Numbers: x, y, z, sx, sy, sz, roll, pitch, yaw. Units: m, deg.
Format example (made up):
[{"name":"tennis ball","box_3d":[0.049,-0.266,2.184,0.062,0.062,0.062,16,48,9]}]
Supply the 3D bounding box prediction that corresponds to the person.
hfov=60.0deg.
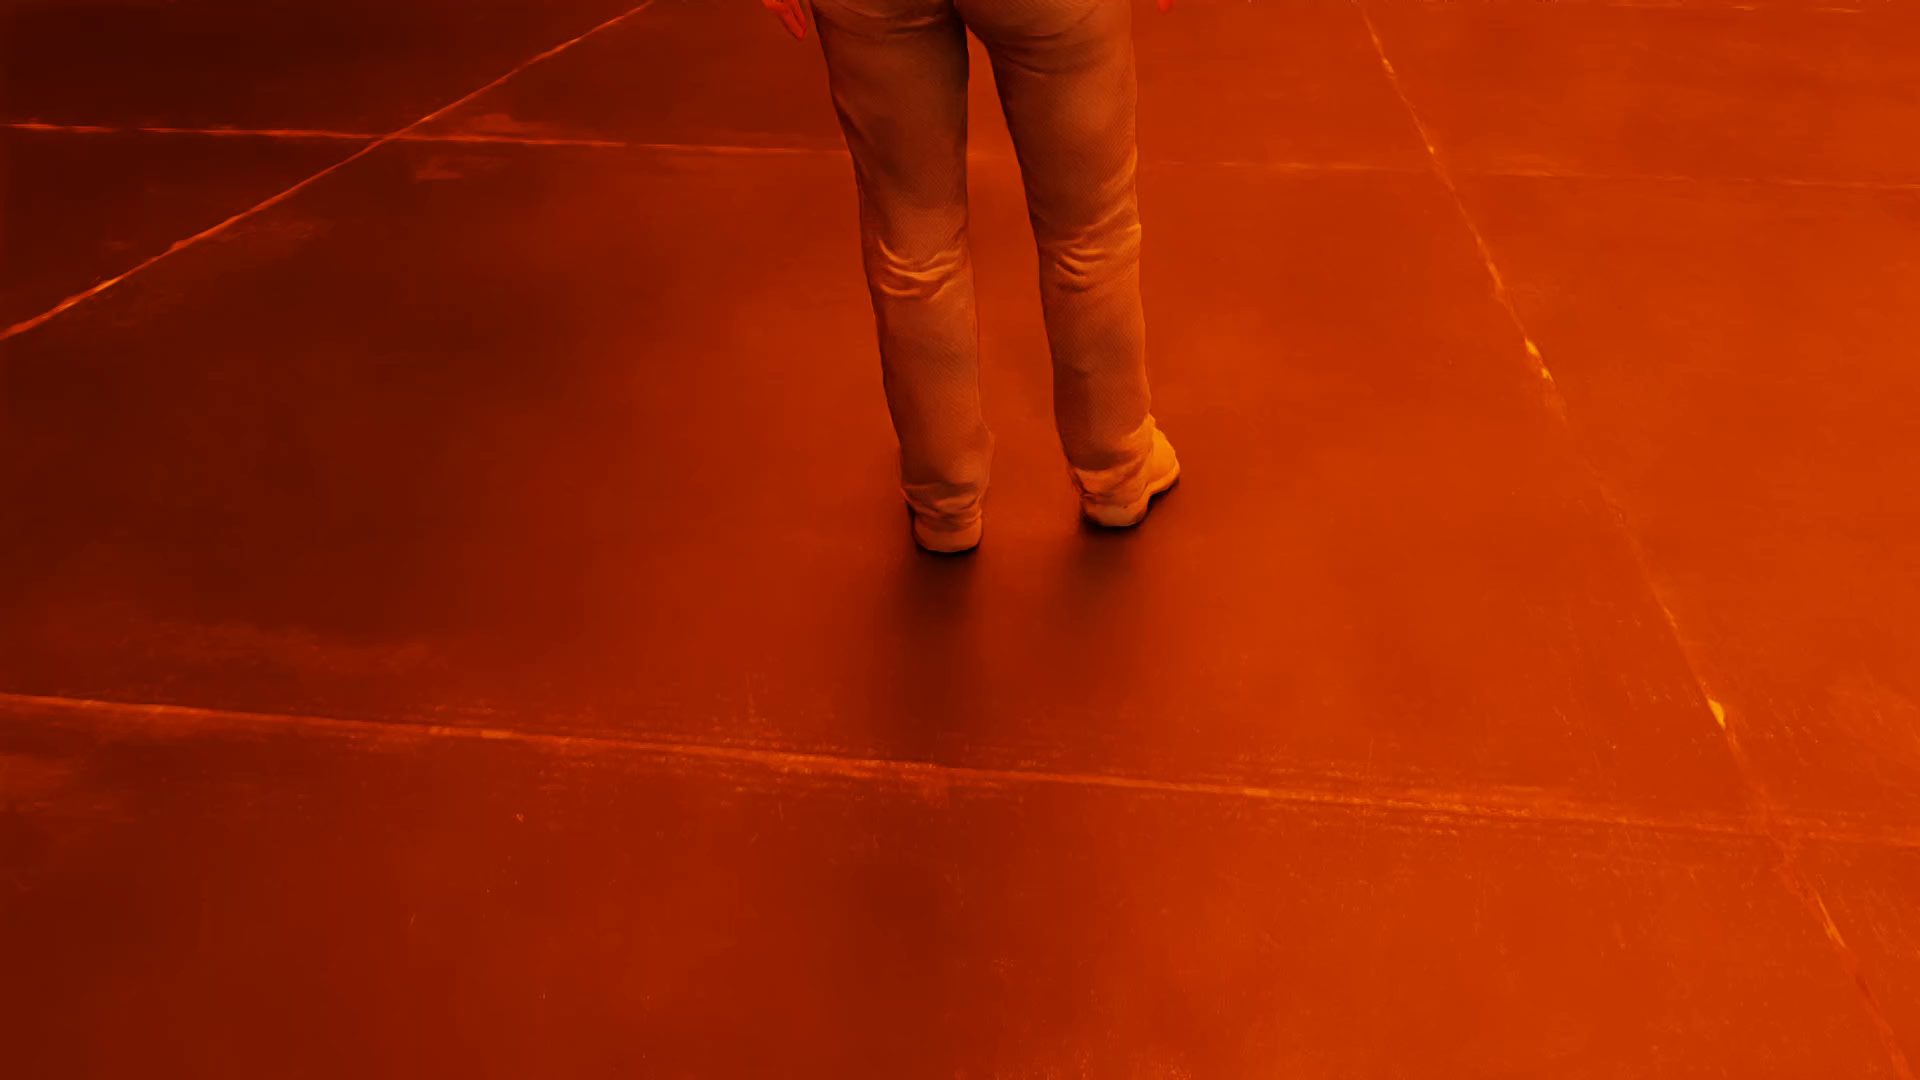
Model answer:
[{"name":"person","box_3d":[0.016,-0.827,2.155,0.632,1.773,0.567,3,27,7]}]
